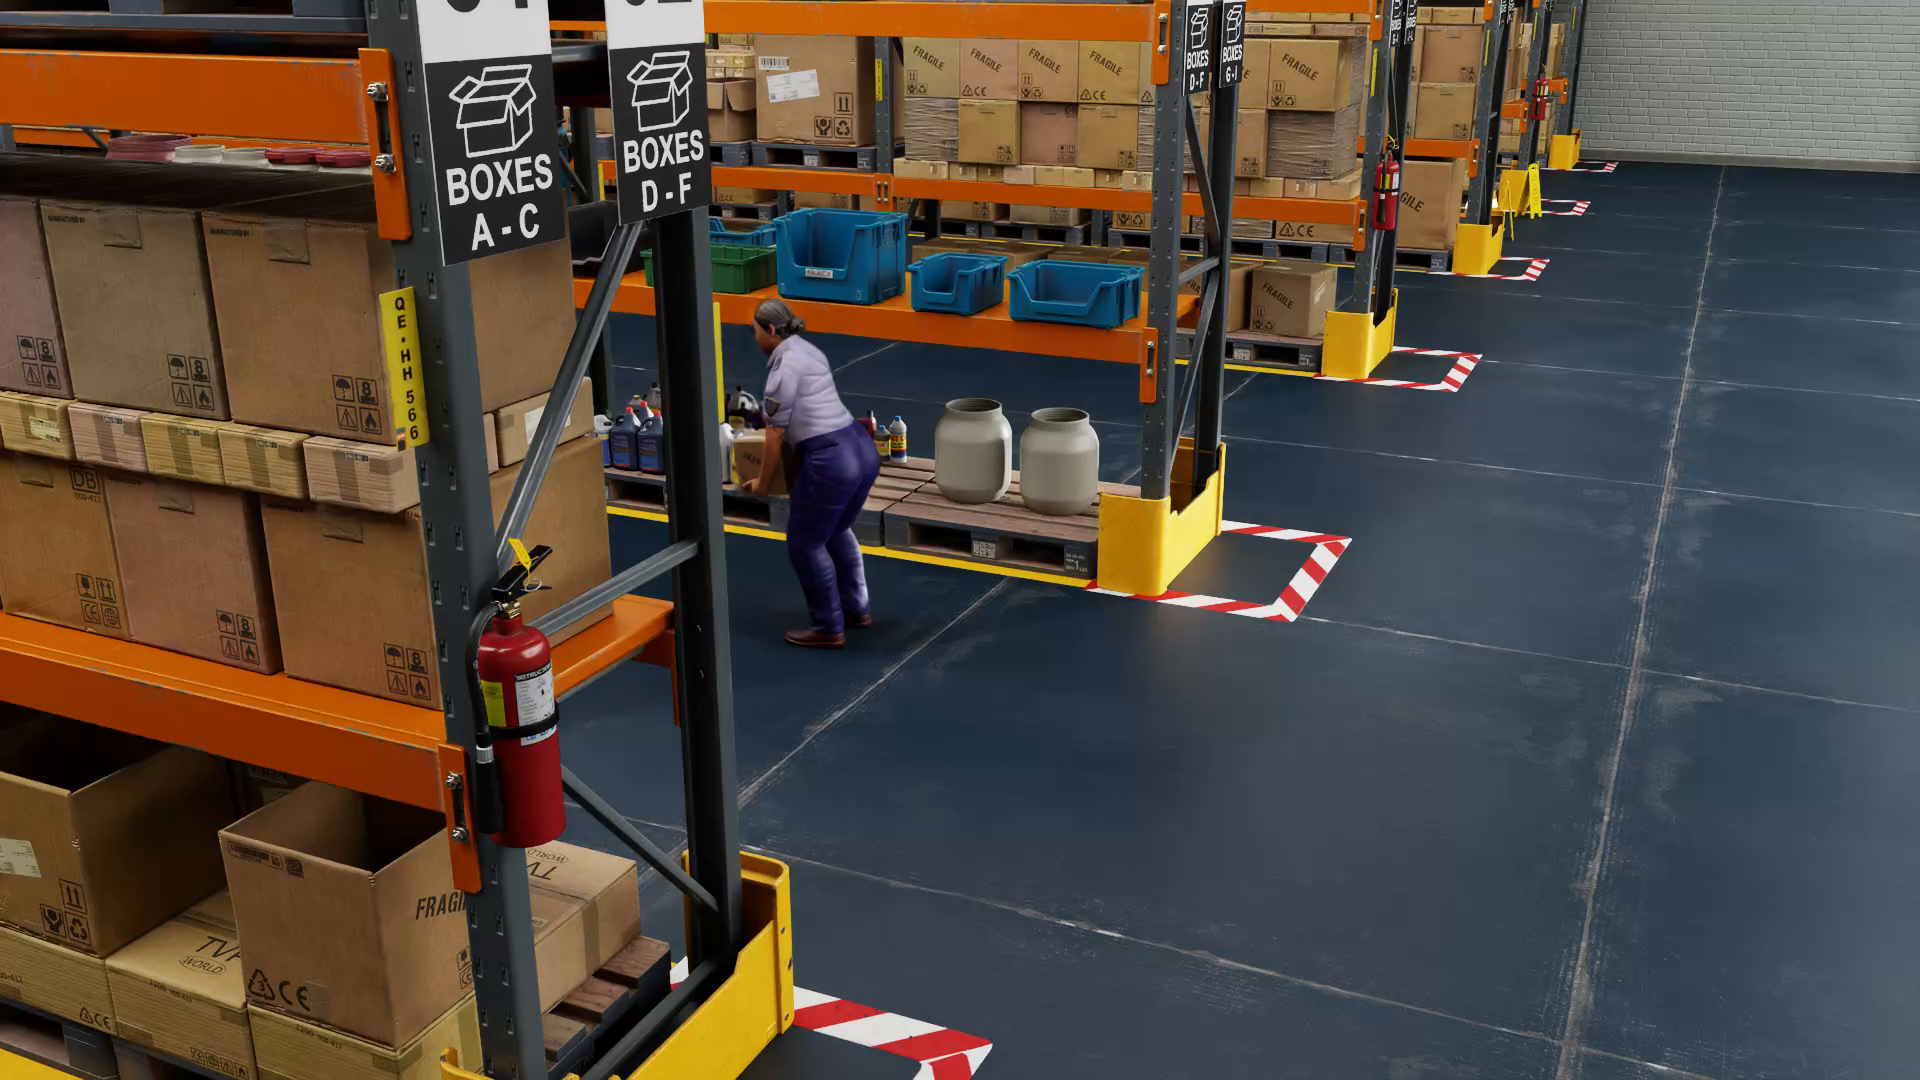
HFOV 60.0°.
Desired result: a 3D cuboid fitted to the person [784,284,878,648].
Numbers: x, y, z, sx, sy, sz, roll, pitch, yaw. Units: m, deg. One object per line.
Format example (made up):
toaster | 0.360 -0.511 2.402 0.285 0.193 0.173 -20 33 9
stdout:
person | -0.588 -0.338 7.546 0.369 1.655 0.528 8 21 21
